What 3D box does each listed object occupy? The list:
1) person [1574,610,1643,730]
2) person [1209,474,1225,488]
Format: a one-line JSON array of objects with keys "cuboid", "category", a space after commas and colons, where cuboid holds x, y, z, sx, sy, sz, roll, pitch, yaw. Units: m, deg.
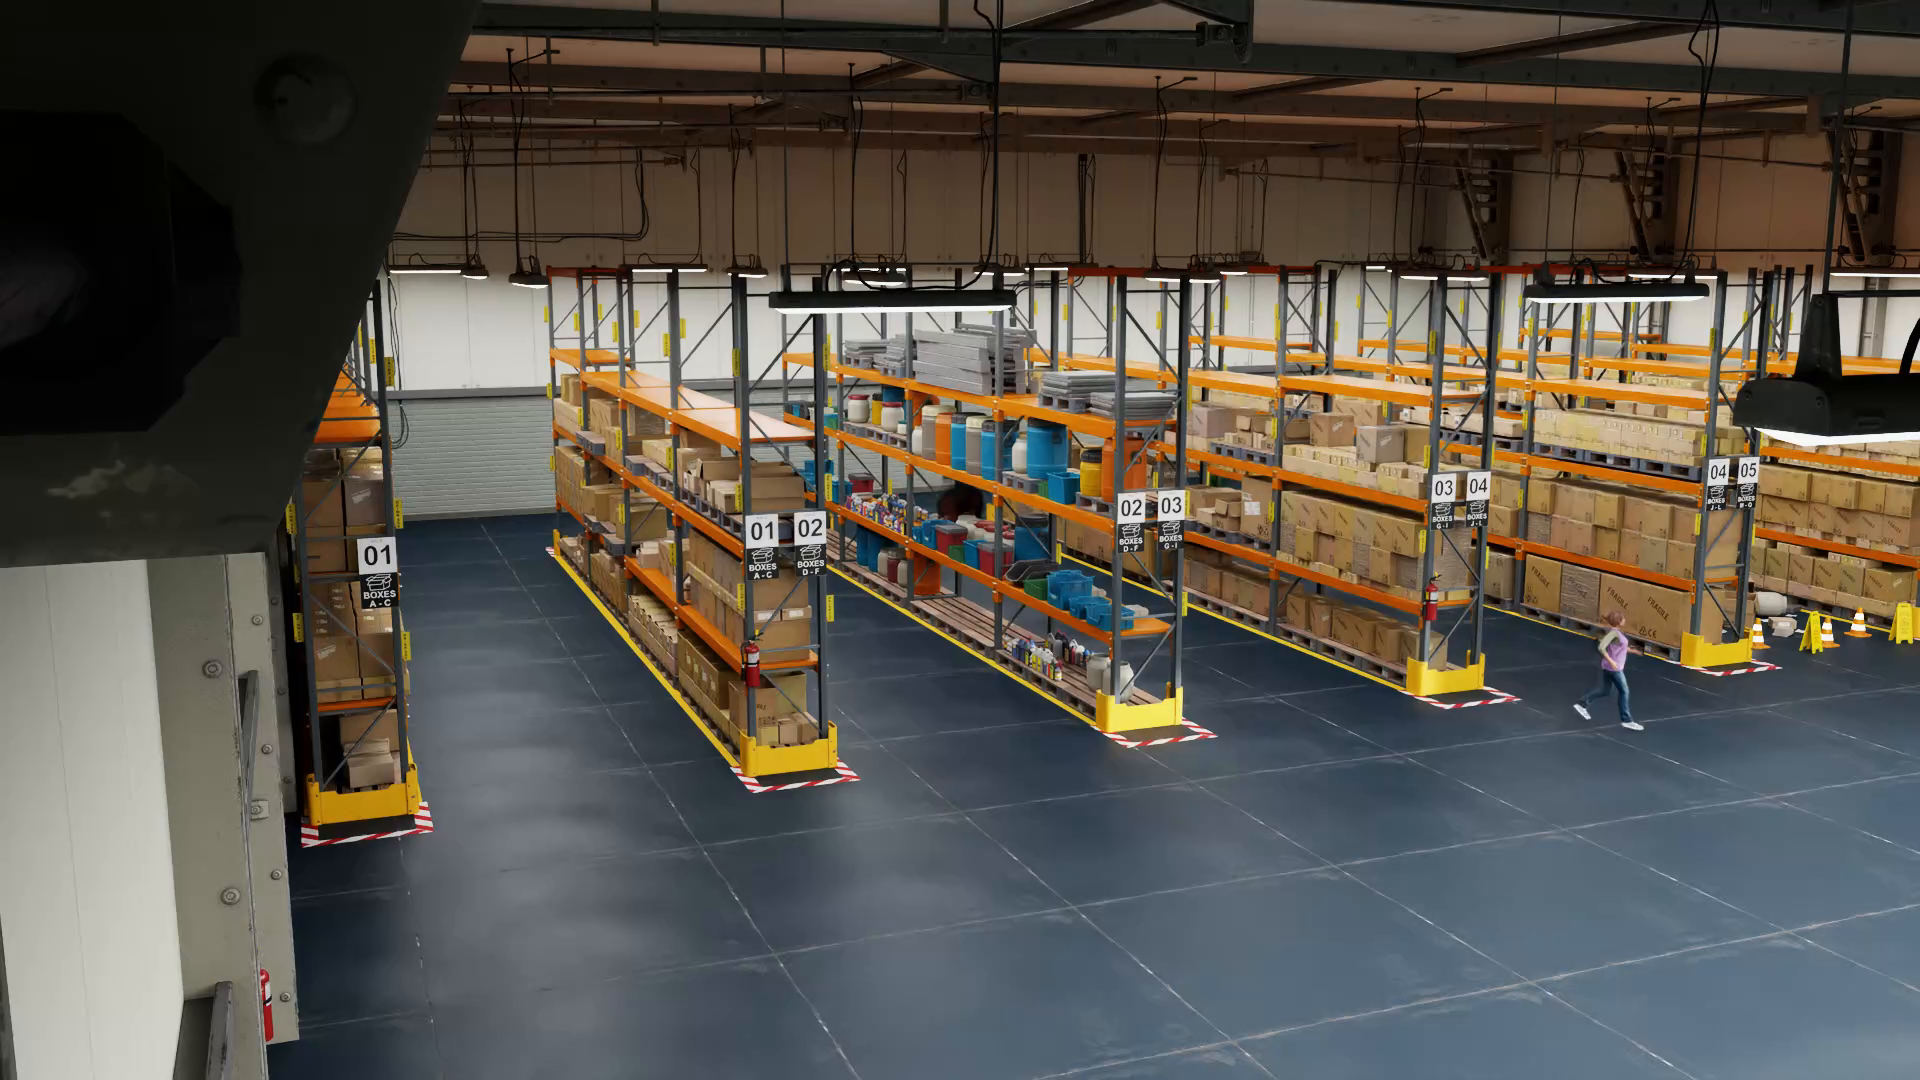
[{"cuboid": [8.669, 1.713, 22.122, 0.885, 1.588, 0.550, 3, 10, 18], "category": "person"}, {"cuboid": [6.403, -1.732, 41.501, 0.924, 1.787, 0.692, 6, 12, 31], "category": "person"}]
